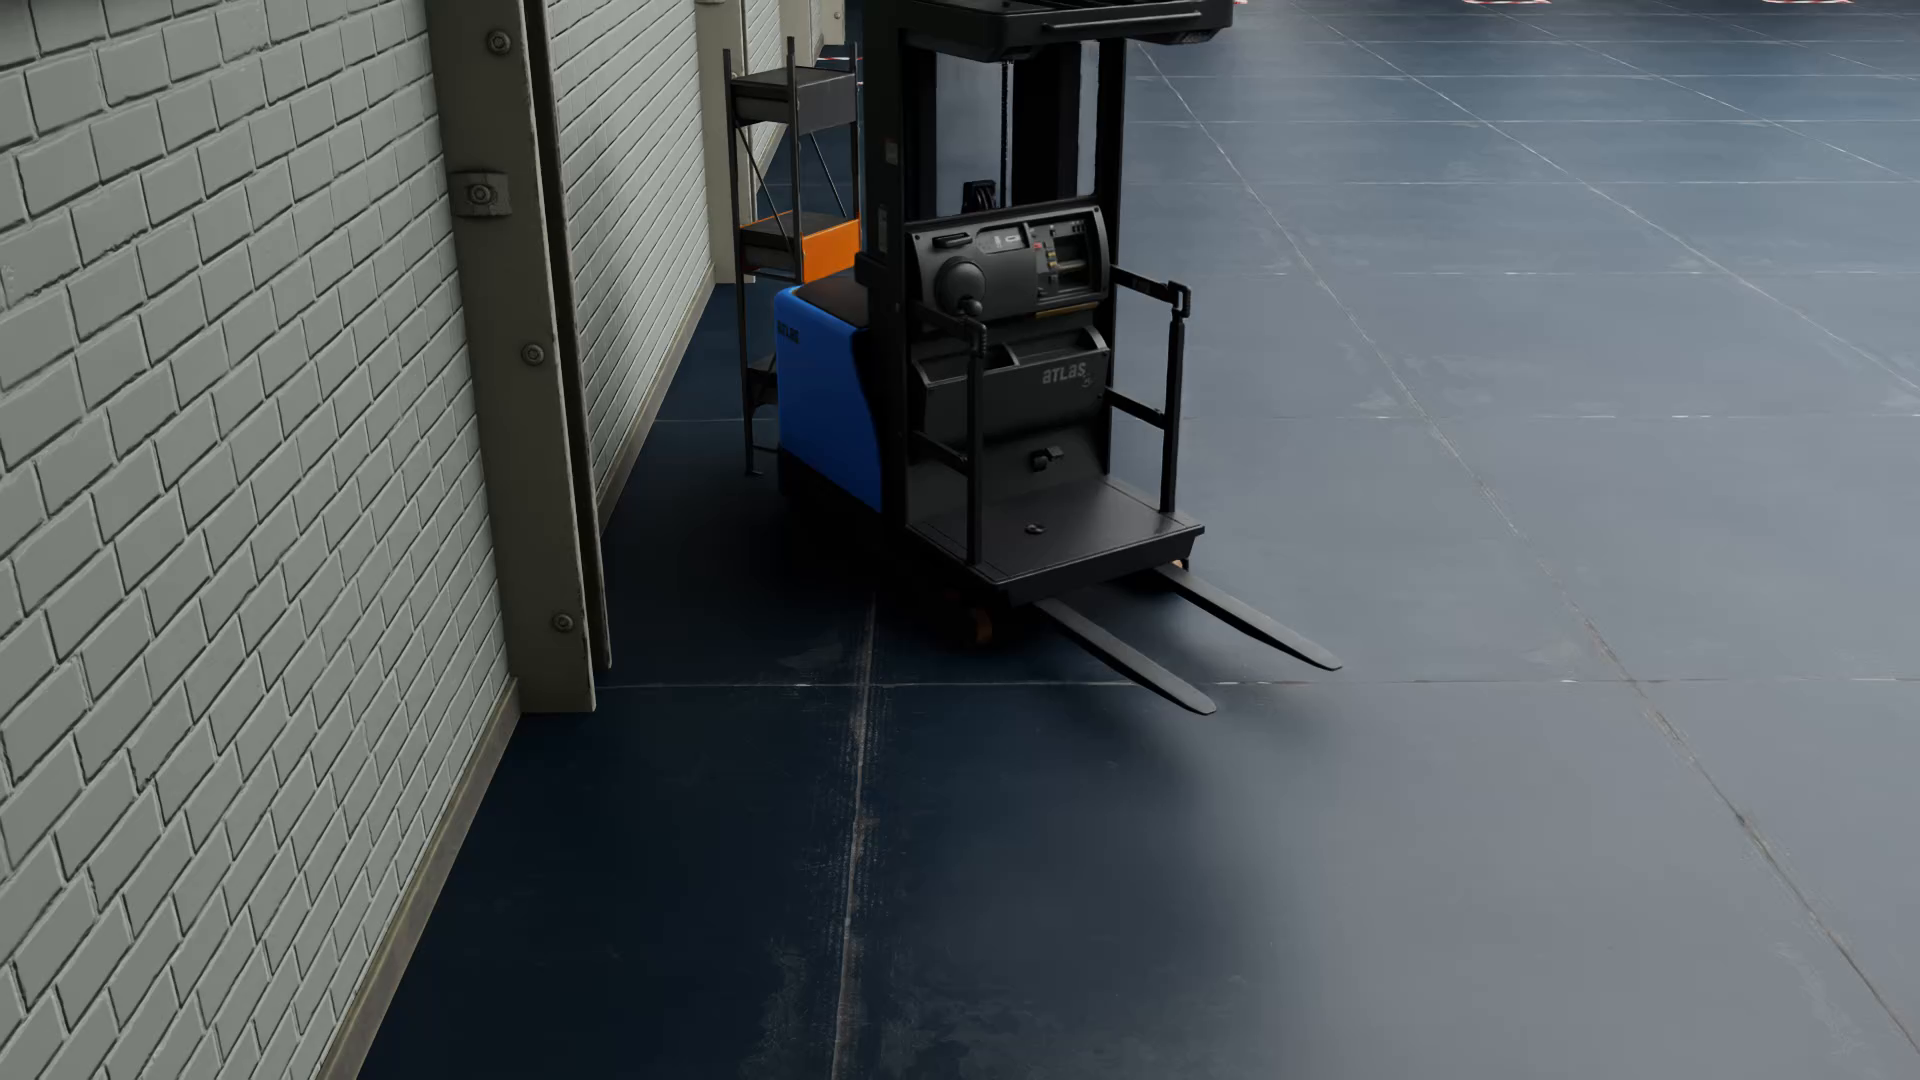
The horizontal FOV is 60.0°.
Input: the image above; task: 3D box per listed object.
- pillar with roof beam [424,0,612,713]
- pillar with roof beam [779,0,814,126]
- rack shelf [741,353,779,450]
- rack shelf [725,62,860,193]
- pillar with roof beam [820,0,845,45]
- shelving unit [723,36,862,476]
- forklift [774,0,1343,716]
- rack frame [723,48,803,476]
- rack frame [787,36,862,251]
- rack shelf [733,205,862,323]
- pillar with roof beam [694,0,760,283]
[{"bbox_3d":[2.758,-3.548,4.675,9.100,9.000,0.400,0,24,-1],"label":"pillar with roof beam"},{"bbox_3d":[2.627,-8.493,15.608,9.100,9.000,0.400,0,24,-1],"label":"pillar with roof beam"},{"bbox_3d":[-0.790,-0.699,8.479,0.431,0.518,0.480,14,28,29],"label":"rack shelf"},{"bbox_3d":[-0.790,-1.974,7.902,0.431,0.518,0.480,14,28,29],"label":"rack shelf"},{"bbox_3d":[2.562,-10.965,21.075,9.100,9.000,0.400,0,24,-1],"label":"pillar with roof beam"},{"bbox_3d":[-0.790,-1.349,8.185,0.431,2.100,0.503,14,28,29],"label":"shelving unit"},{"bbox_3d":[0.332,-1.118,6.665,1.130,2.935,3.031,-15,28,-29],"label":"forklift"},{"bbox_3d":[-0.919,-1.264,7.996,0.400,2.100,0.015,14,28,29],"label":"rack frame"},{"bbox_3d":[-0.662,-1.435,8.374,0.400,2.100,0.015,14,28,29],"label":"rack frame"},{"bbox_3d":[-0.790,-1.337,8.190,0.431,0.518,0.480,14,28,29],"label":"rack shelf"},{"bbox_3d":[2.693,-6.021,10.142,9.100,9.000,0.400,0,24,-1],"label":"pillar with roof beam"}]
